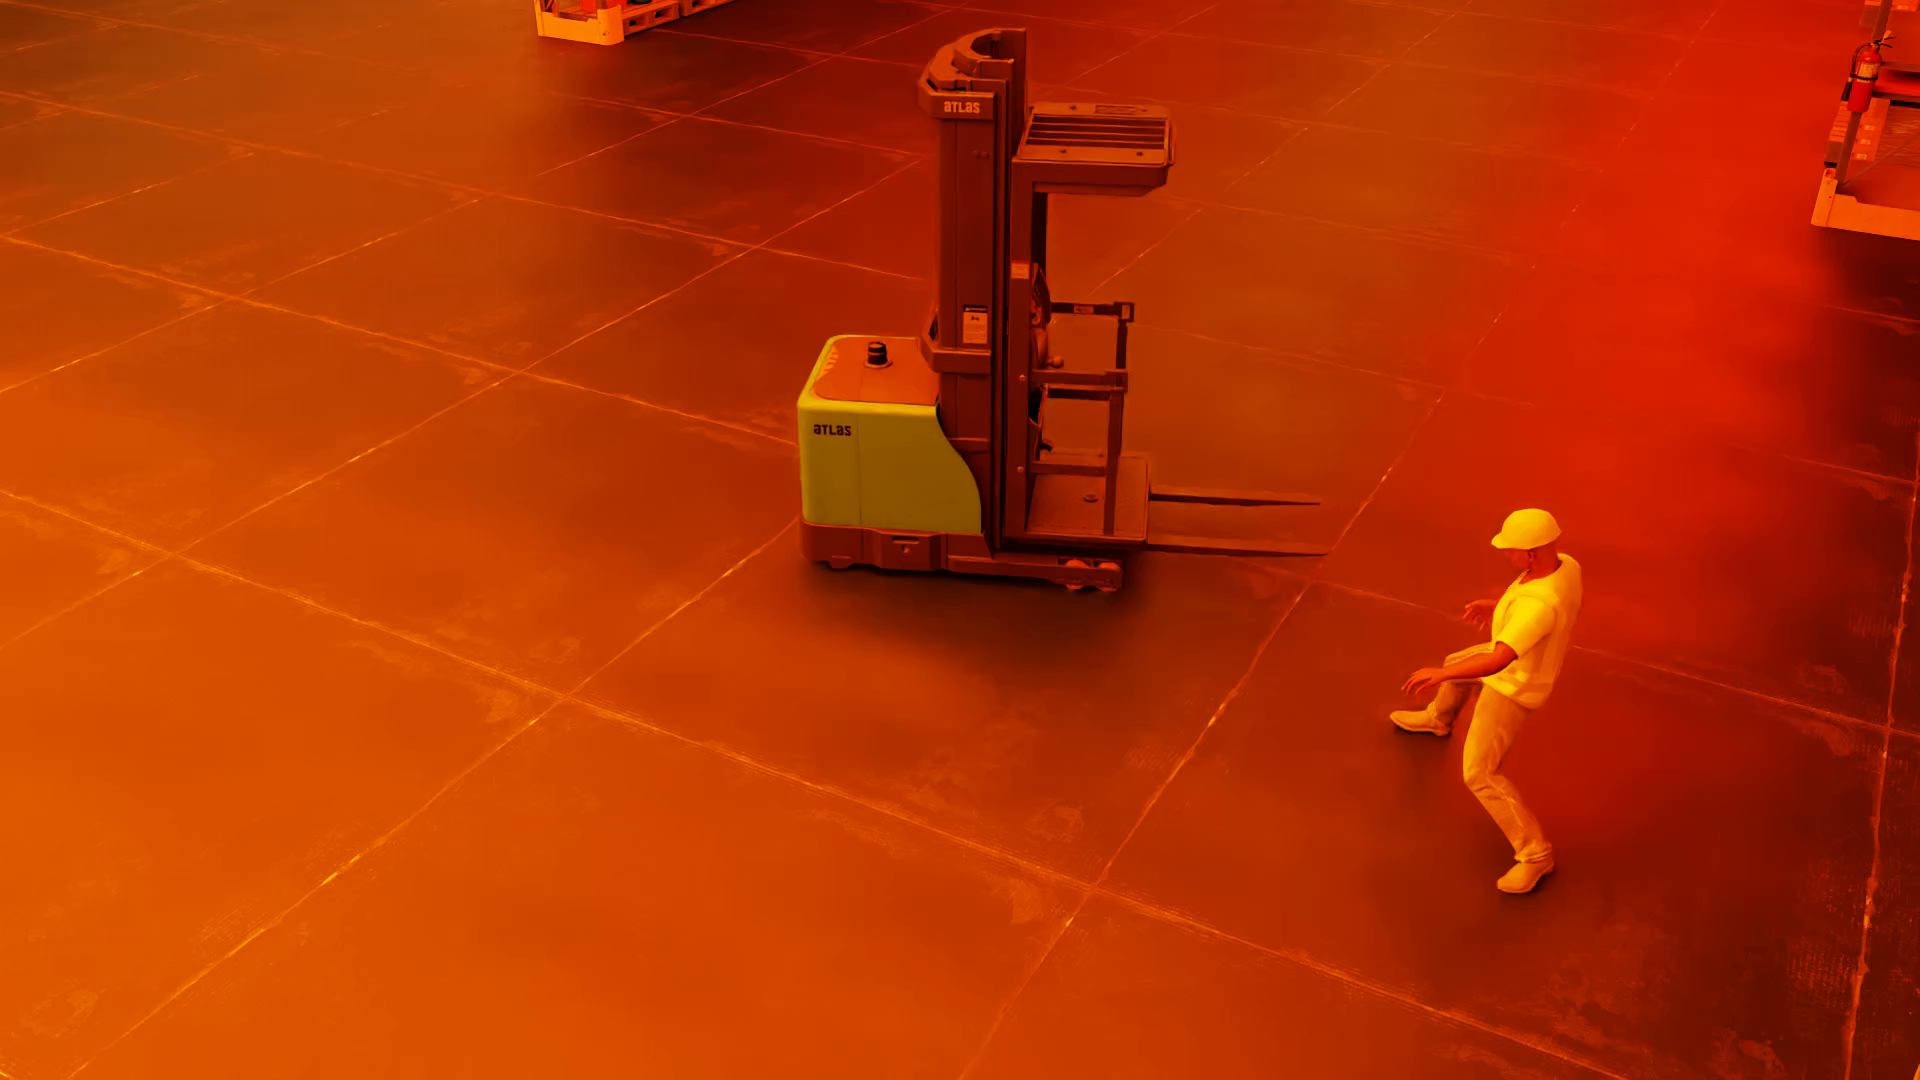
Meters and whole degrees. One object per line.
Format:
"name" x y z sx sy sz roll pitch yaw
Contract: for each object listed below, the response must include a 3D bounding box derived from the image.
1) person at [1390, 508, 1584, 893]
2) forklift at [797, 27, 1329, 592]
"person" 2.379 0.565 7.477 0.979 1.600 1.073 16 34 26
"forklift" 0.632 -1.257 9.248 3.031 2.935 1.130 4 30 6
